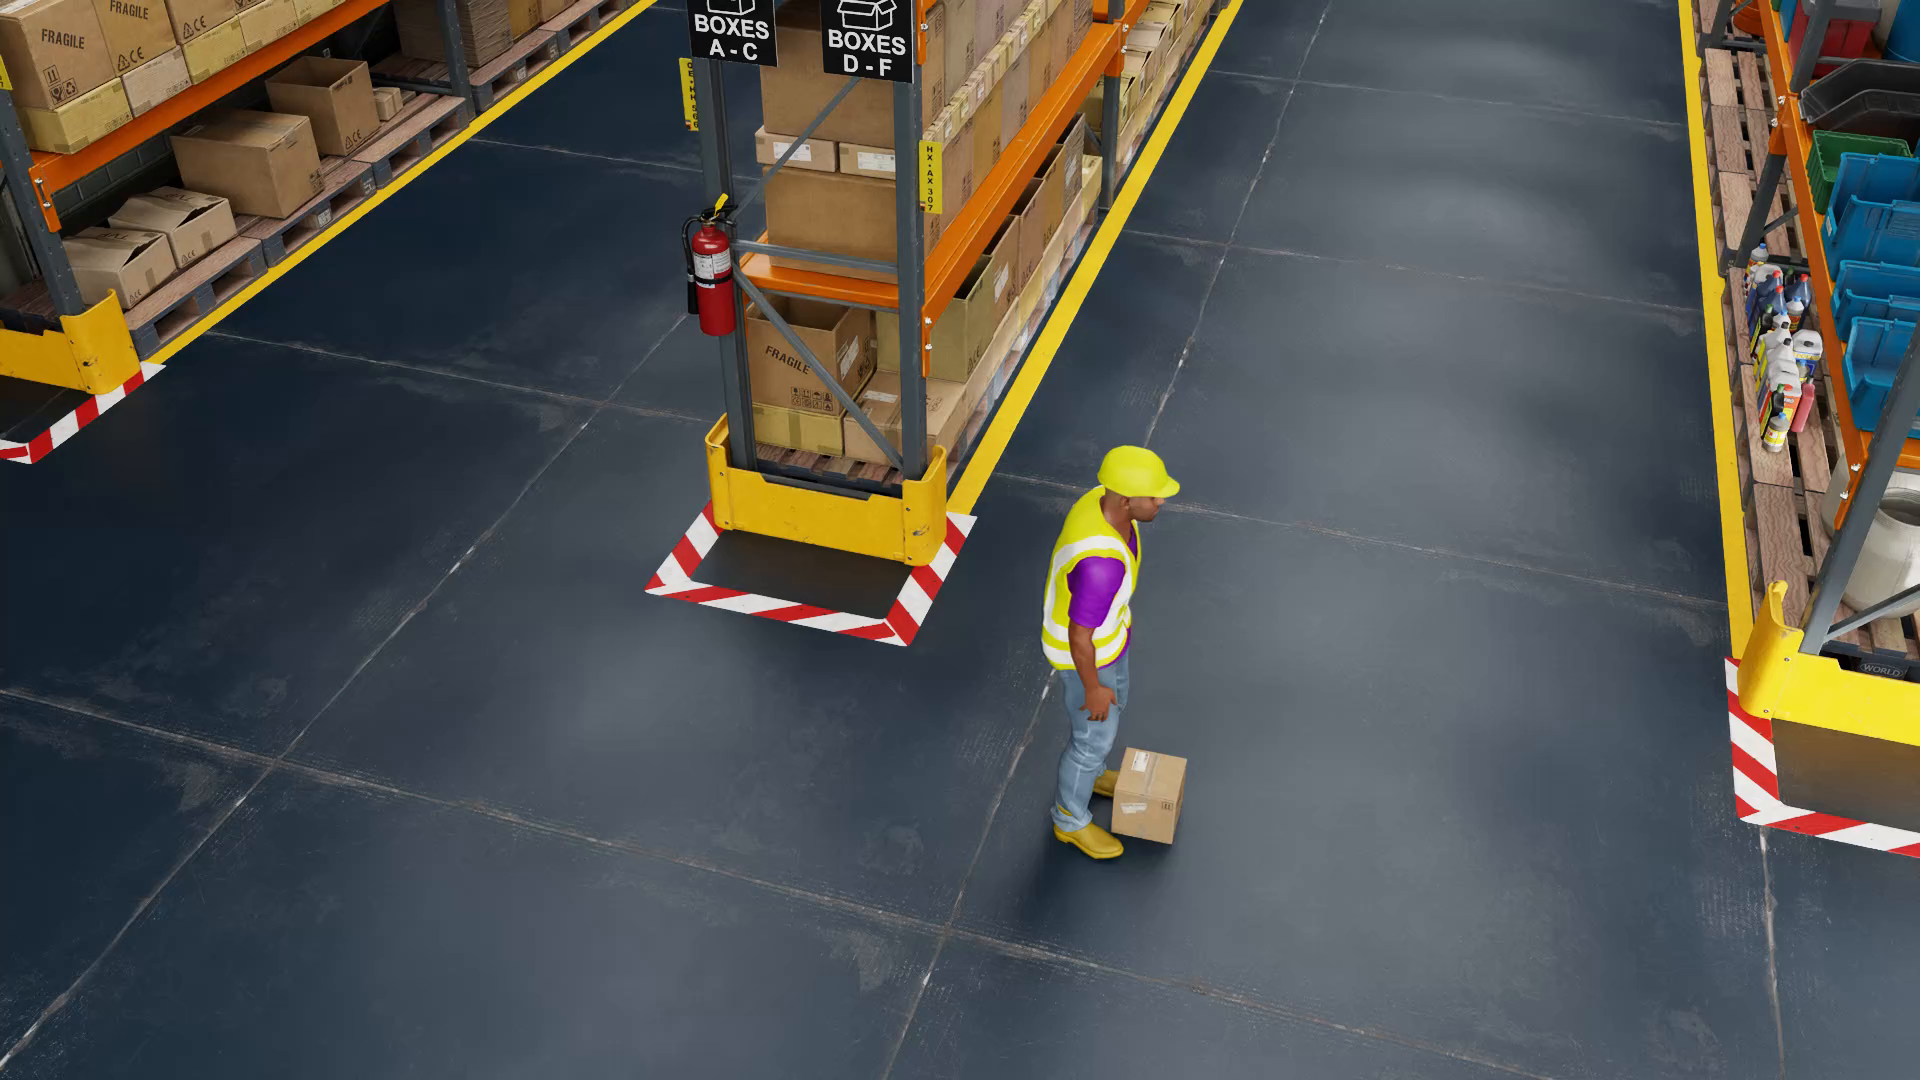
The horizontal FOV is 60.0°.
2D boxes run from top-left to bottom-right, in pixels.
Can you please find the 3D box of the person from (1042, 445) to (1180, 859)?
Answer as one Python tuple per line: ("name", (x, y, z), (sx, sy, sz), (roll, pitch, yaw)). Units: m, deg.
("person", (0.548, 0.393, 6.355), (0.458, 1.756, 0.634), (9, 38, 11))
